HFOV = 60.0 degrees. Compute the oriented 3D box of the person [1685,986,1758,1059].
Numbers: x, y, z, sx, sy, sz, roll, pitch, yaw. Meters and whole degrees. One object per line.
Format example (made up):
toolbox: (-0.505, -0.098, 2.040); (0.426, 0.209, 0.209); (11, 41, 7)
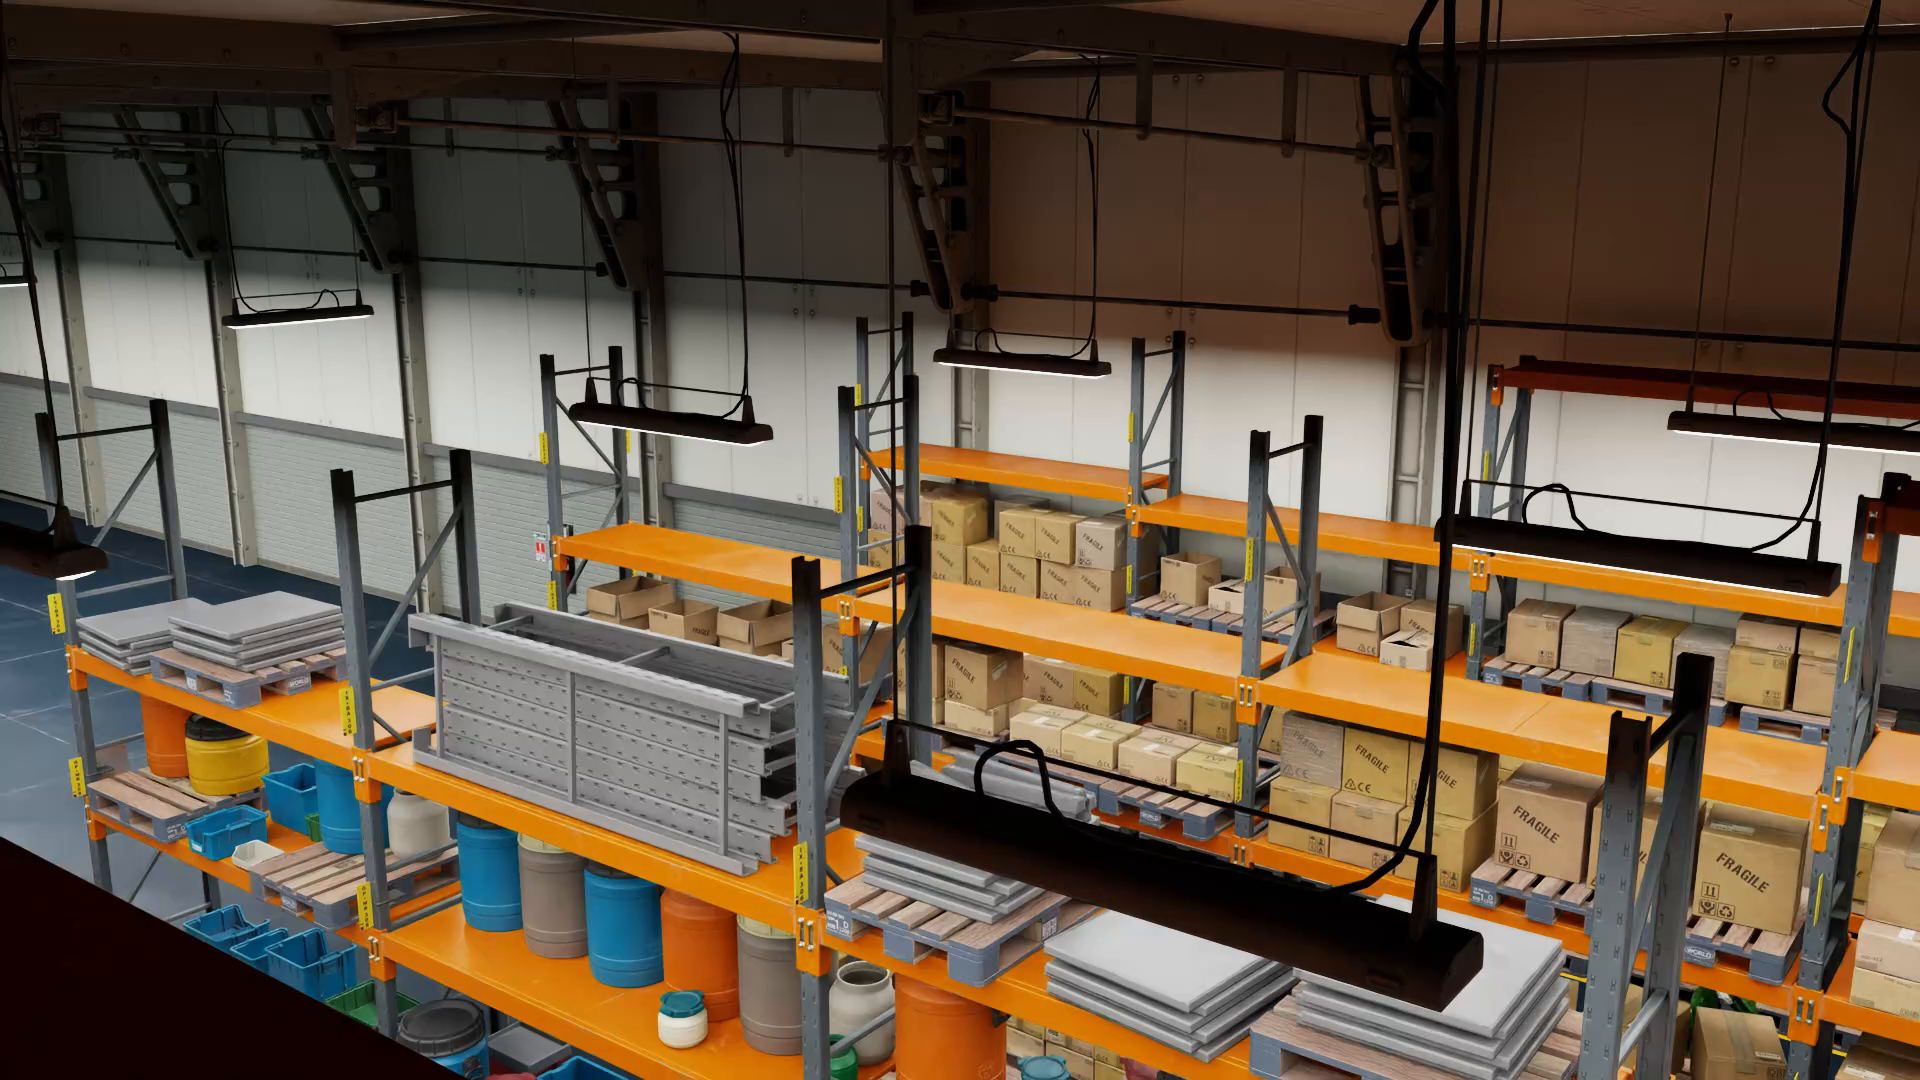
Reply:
person: (6.734, 3.881, 14.622); (0.616, 1.759, 0.711); (-3, 13, -13)
